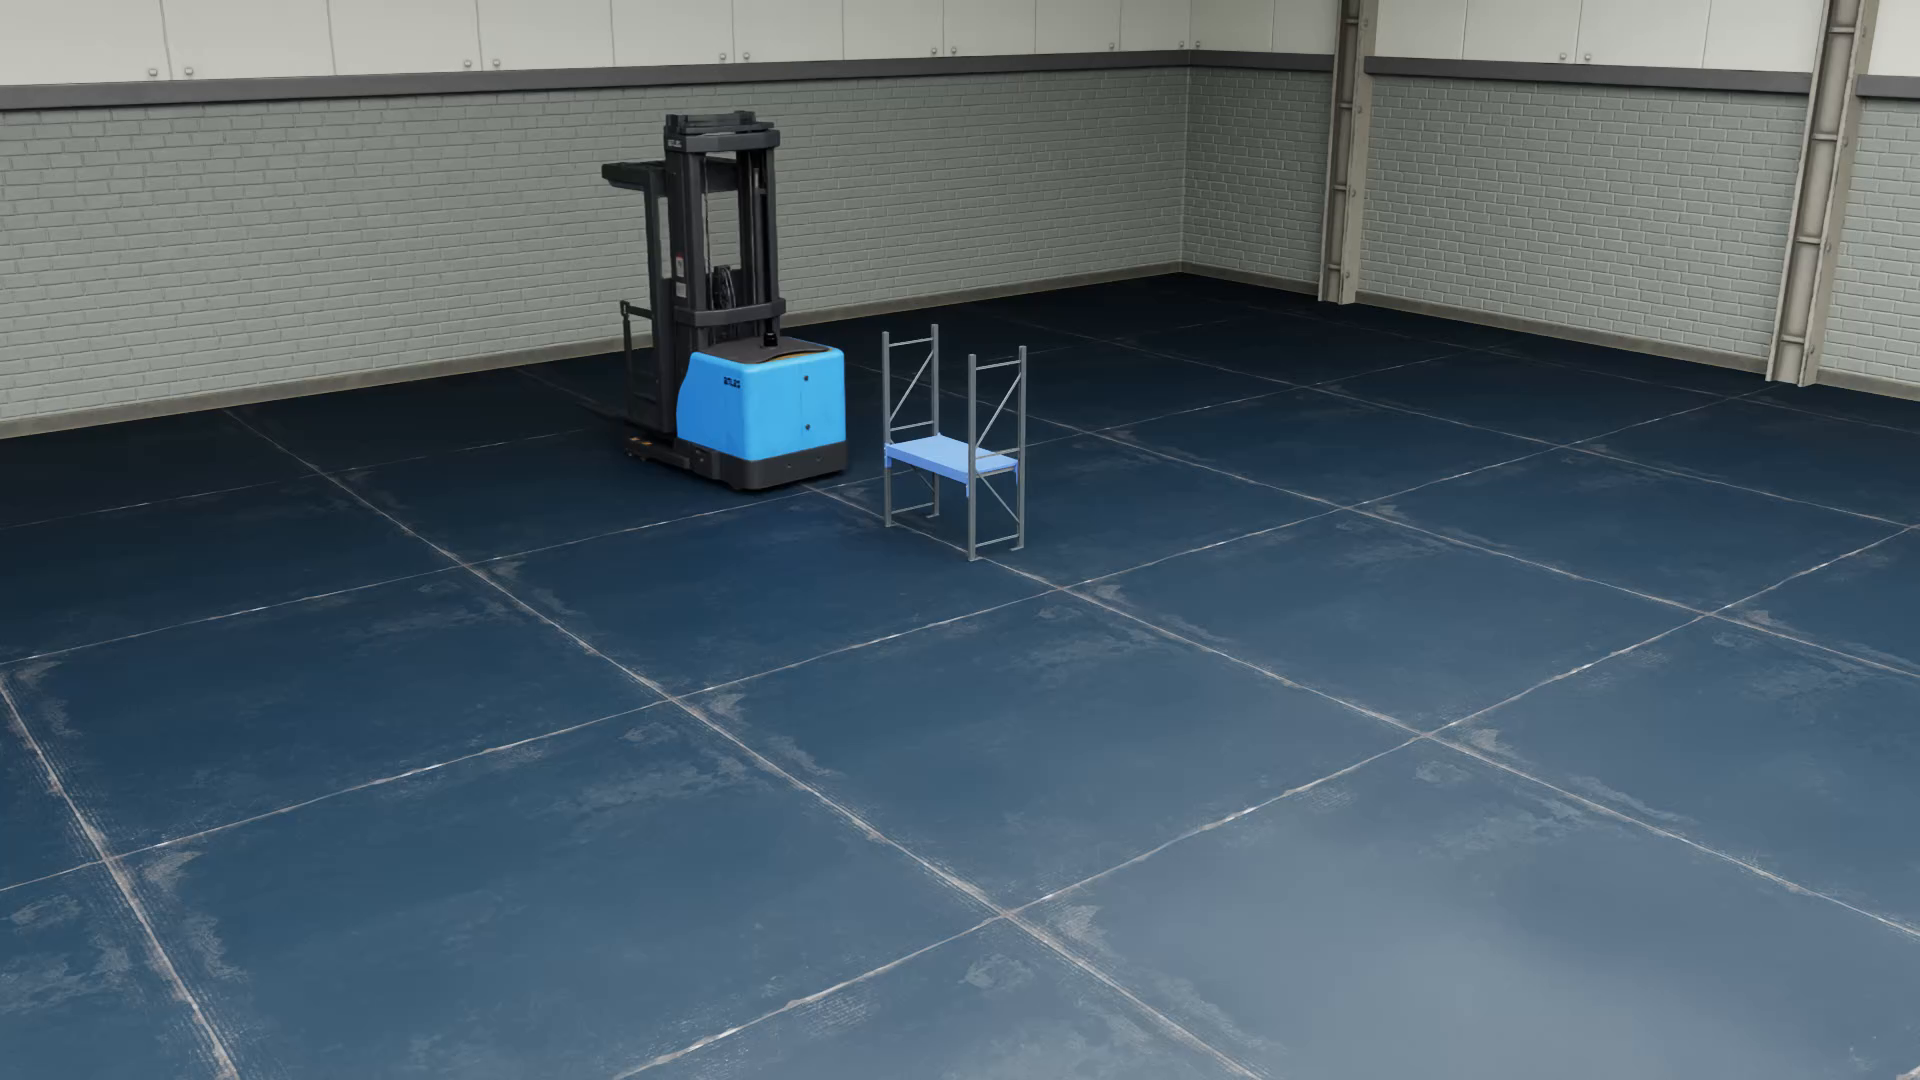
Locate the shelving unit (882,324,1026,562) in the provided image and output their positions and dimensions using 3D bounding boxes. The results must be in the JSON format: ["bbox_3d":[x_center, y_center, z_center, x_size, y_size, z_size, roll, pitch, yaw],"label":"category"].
[{"bbox_3d":[-0.053,-0.733,12.190,0.538,1.500,1.048,-14,23,-36],"label":"shelving unit"}]

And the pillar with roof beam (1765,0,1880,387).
[{"bbox_3d":[5.296,-5.085,13.404,9.100,9.000,0.400,-14,23,-36],"label":"pillar with roof beam"}]

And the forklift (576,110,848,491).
[{"bbox_3d":[-2.310,-2.175,14.267,1.130,2.935,3.031,-16,24,-40],"label":"forklift"}]

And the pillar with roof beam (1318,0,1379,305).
[{"bbox_3d":[1.570,-6.564,17.869,9.100,9.000,0.400,-14,23,-36],"label":"pillar with roof beam"}]

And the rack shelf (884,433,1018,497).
[{"bbox_3d":[-0.053,-0.562,12.247,0.538,0.185,1.000,-14,23,-36],"label":"rack shelf"}]

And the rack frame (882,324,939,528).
[{"bbox_3d":[-0.369,-0.858,12.568,0.500,1.500,0.032,-14,23,-36],"label":"rack frame"}]

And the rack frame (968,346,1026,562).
[{"bbox_3d":[0.263,-0.608,11.812,0.500,1.500,0.032,-14,23,-36],"label":"rack frame"}]
